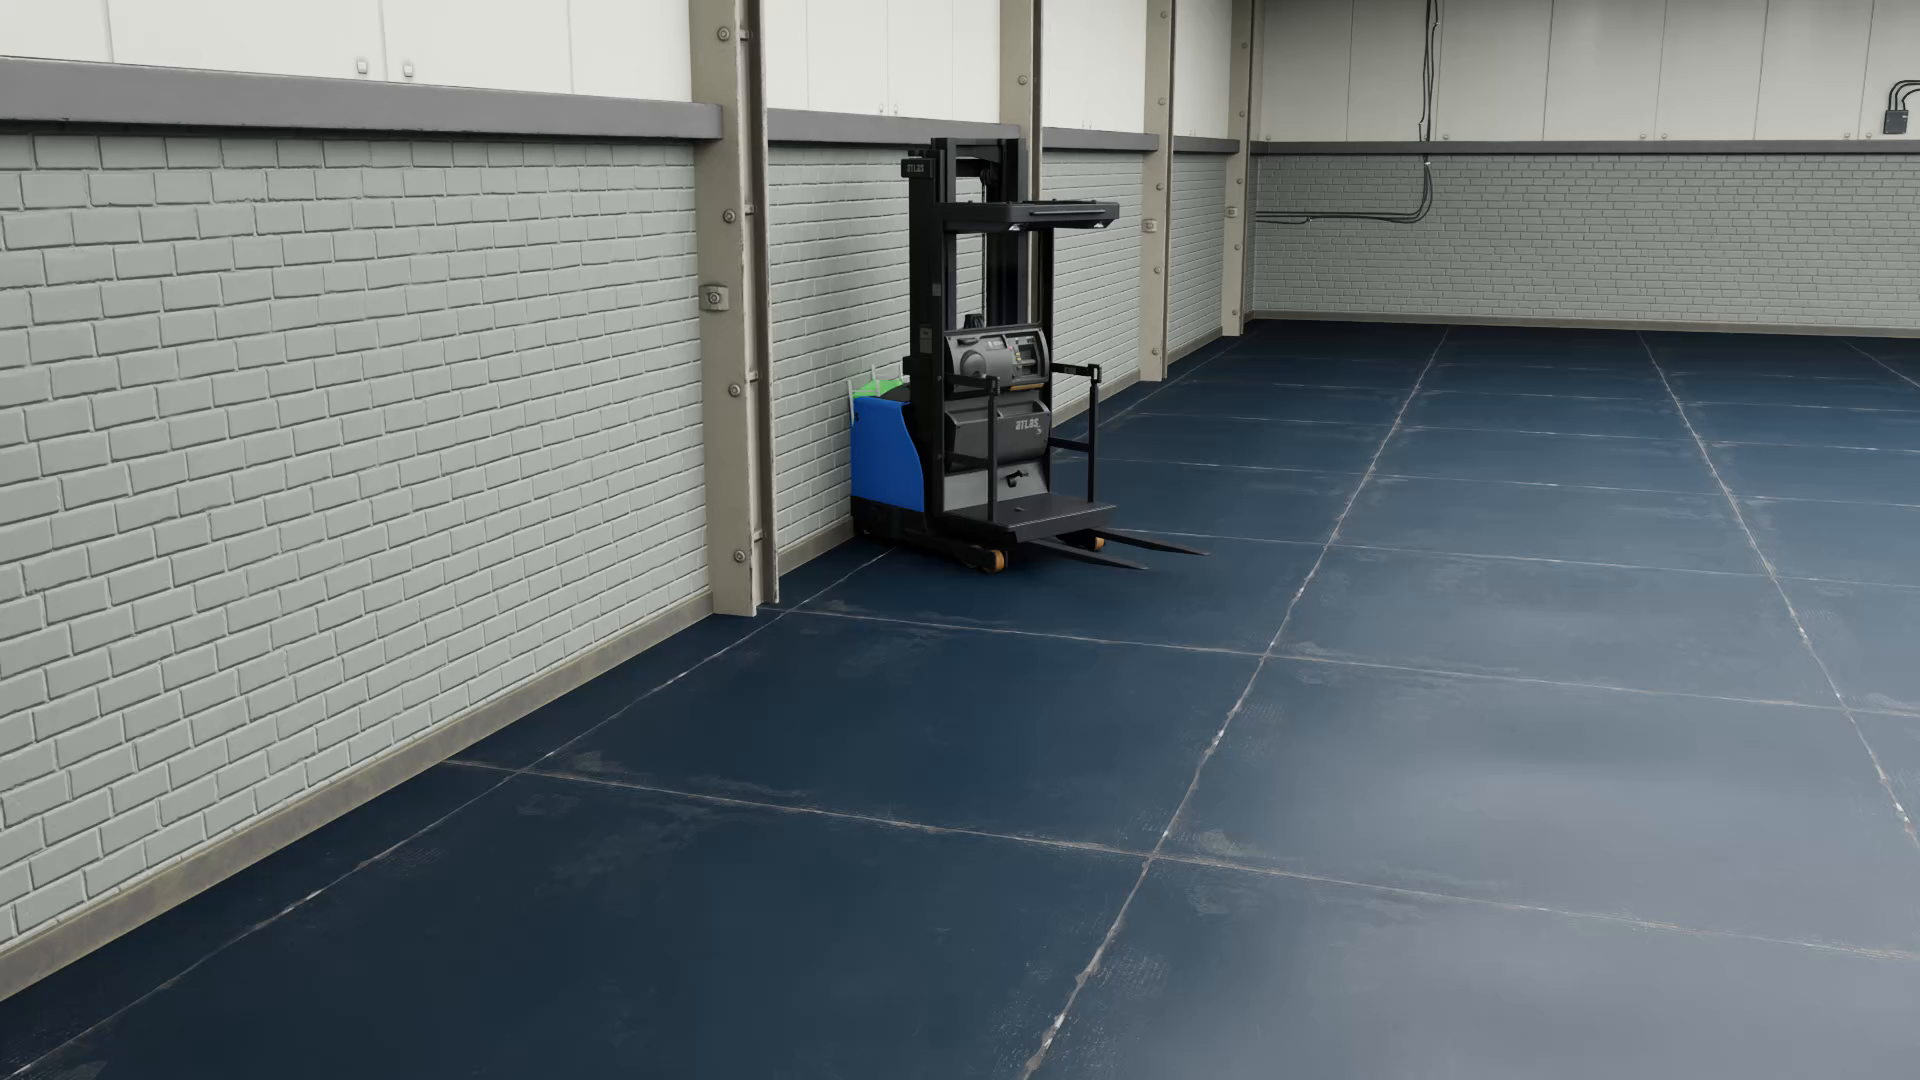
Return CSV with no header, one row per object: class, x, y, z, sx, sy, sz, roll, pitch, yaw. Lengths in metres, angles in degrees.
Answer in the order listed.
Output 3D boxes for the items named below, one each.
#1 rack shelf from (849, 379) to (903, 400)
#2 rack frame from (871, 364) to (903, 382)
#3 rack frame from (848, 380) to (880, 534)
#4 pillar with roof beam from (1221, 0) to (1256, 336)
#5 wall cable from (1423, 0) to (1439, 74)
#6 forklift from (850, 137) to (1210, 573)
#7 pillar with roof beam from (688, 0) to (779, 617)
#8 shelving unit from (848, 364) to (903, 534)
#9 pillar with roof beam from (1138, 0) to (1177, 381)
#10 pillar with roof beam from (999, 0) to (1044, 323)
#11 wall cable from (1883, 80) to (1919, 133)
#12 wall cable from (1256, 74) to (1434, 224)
rack shelf,-0.627,-1.087,12.563,0.258,0.148,0.480,2,20,18
rack frame,-0.518,-0.775,12.914,0.240,1.200,0.015,2,20,18
rack frame,-0.668,-0.614,12.479,0.240,1.200,0.015,2,20,18
pillar with roof beam,8.521,-7.441,24.866,9.100,9.000,0.400,4,14,18
wall cable,9.211,-9.030,27.455,3.097,2.526,0.112,4,14,18
forklift,0.414,-1.325,11.708,1.130,2.935,3.031,-11,17,-40
pillar with roof beam,2.697,-3.651,8.261,9.100,9.000,0.400,4,14,18
shelving unit,-0.593,-0.694,12.697,0.258,1.200,0.503,2,20,18
pillar with roof beam,6.579,-6.178,19.331,9.100,9.000,0.400,4,14,18
pillar with roof beam,4.638,-4.914,13.796,9.100,9.000,0.400,4,14,18
wall cable,15.629,-9.247,25.137,2.305,6.003,0.169,4,14,18
wall cable,6.652,-6.762,28.870,3.097,2.526,0.112,4,14,18
